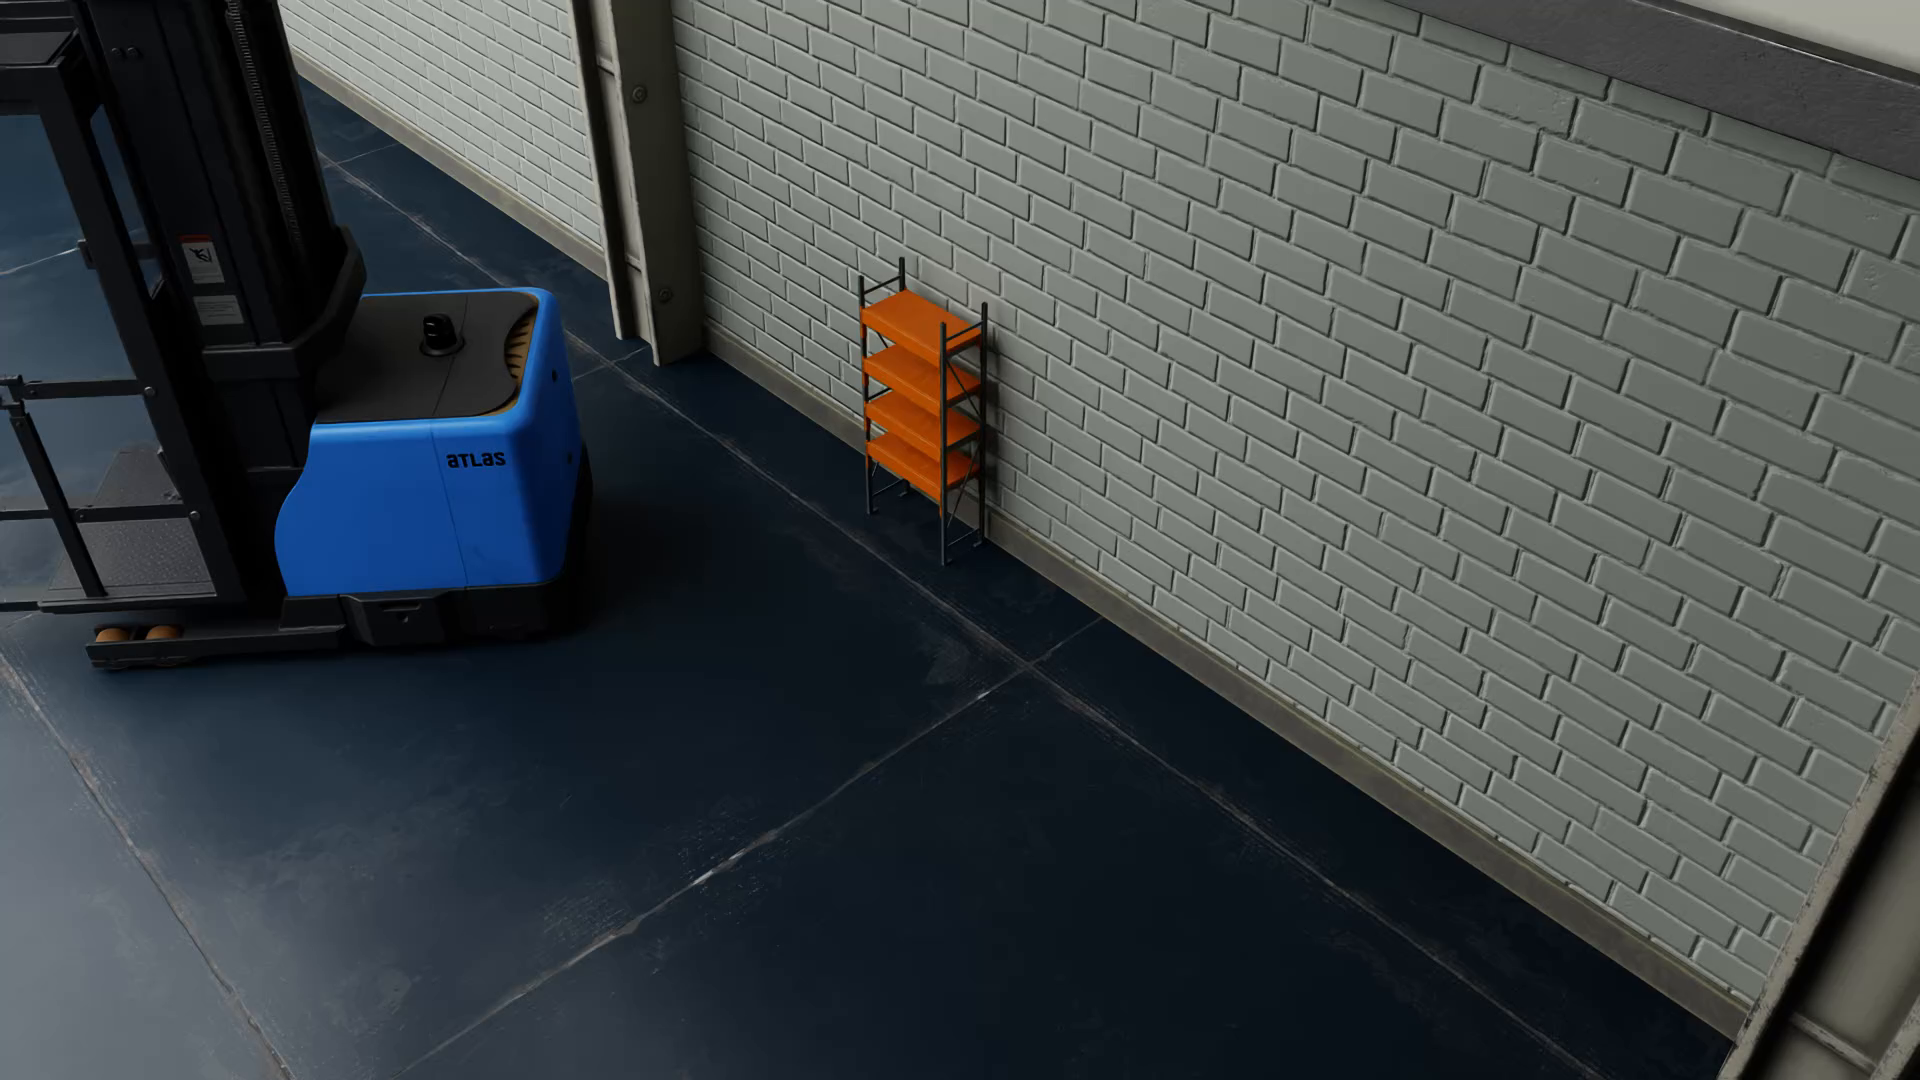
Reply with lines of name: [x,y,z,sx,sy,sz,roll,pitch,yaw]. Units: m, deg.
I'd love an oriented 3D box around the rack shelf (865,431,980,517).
rack shelf: [-0.152,-0.315,7.108,0.258,0.148,0.480,-30,48,-32]

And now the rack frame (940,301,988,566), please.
rack frame: [0.015,-0.410,6.802,0.240,1.200,0.015,-30,48,-32]

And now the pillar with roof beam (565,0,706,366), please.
pillar with roof beam: [-4.694,-2.694,3.424,9.100,9.000,0.400,-30,48,-32]

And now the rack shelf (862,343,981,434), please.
rack shelf: [-0.151,-0.644,6.843,0.258,0.148,0.480,-30,48,-32]

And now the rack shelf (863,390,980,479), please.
rack shelf: [-0.152,-0.470,6.983,0.258,0.148,0.480,-30,48,-32]

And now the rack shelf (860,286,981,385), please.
rack shelf: [-0.151,-0.828,6.695,0.258,0.148,0.480,-30,48,-32]

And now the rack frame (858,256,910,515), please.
rack frame: [-0.318,-0.634,7.080,0.240,1.200,0.015,-30,48,-32]

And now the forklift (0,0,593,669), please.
forklift: [-3.111,-0.974,6.123,3.031,2.935,1.130,-3,39,-4]

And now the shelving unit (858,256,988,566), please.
shelving unit: [-0.151,-0.522,6.941,0.258,1.200,0.503,-30,48,-32]
